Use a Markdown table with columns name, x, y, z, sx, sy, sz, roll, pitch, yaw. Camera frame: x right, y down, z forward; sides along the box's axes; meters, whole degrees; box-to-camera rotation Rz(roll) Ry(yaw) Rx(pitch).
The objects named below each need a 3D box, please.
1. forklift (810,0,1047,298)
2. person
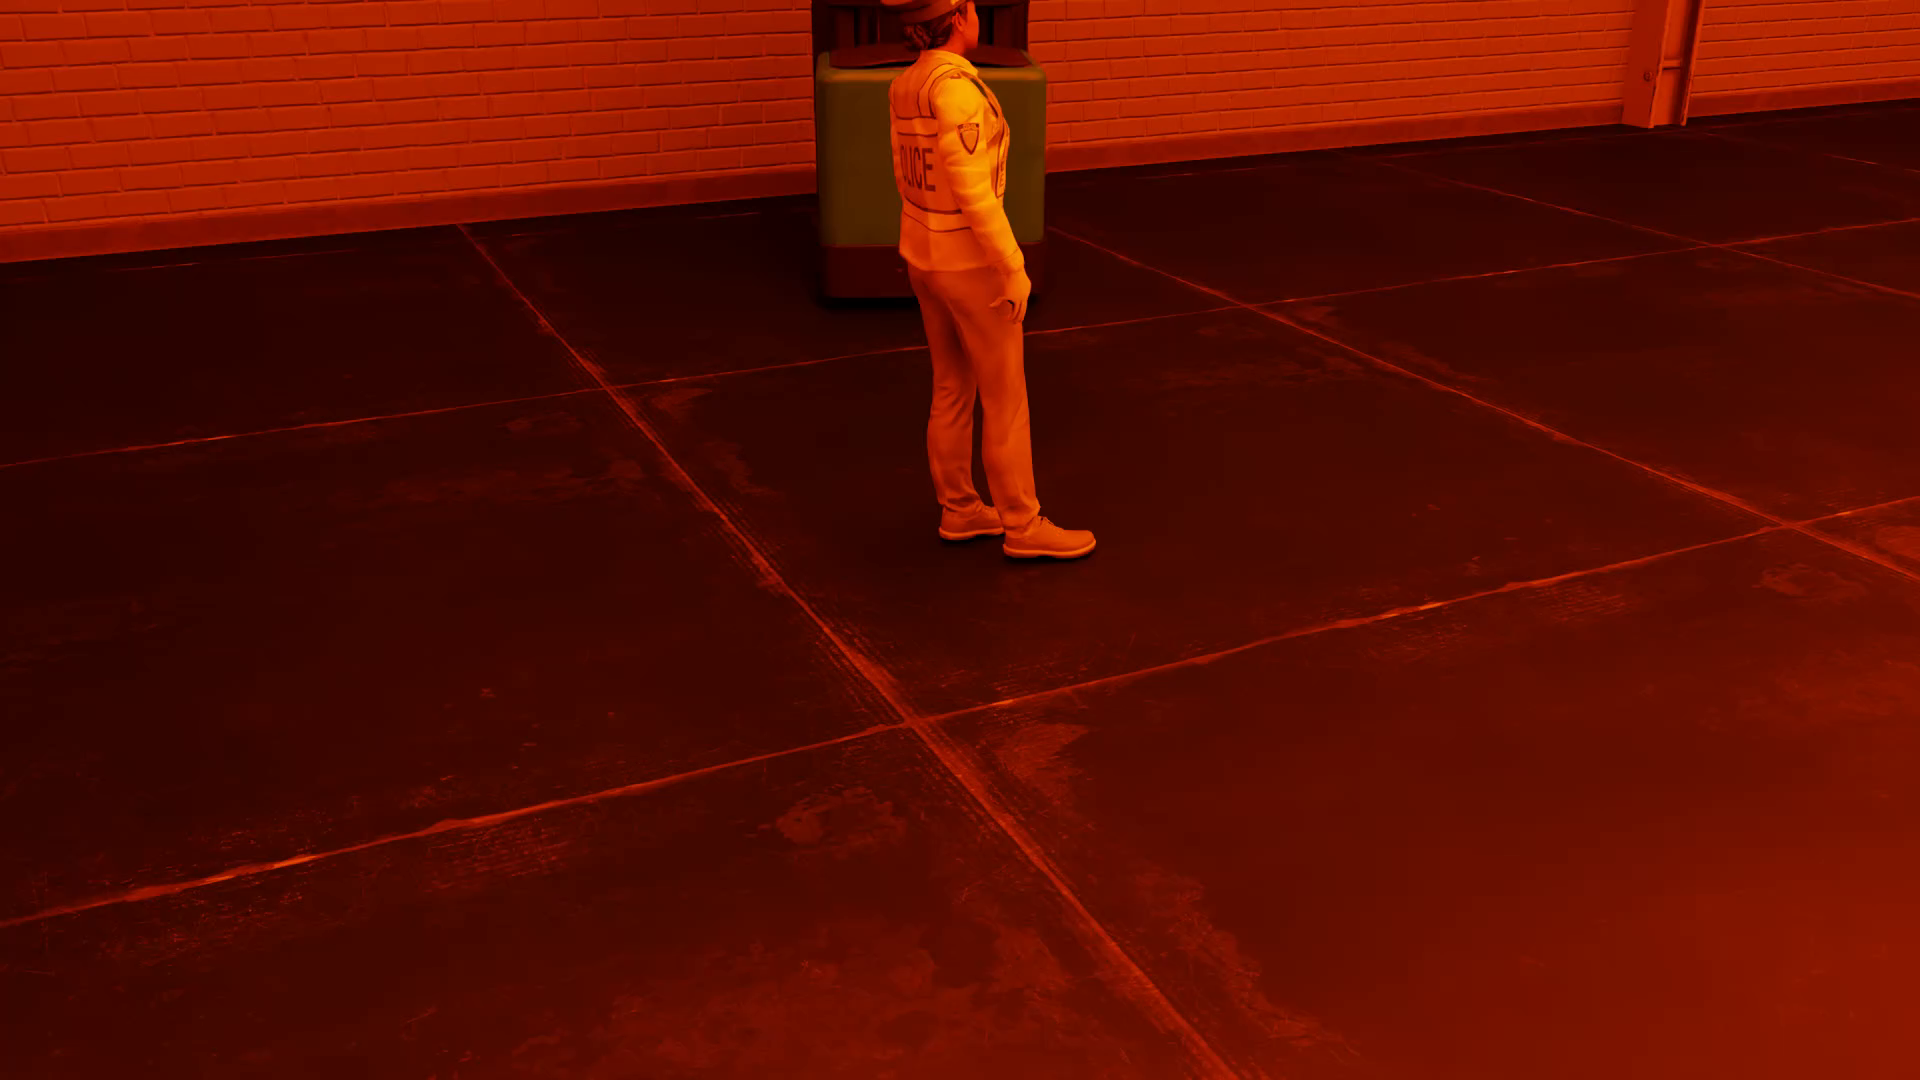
| name | x | y | z | sx | sy | sz | roll | pitch | yaw |
| --- | --- | --- | --- | --- | --- | --- | --- | --- | --- |
| forklift | -0.218 | -2.976 | 8.451 | 1.130 | 2.935 | 3.031 | -1 | 23 | -3 |
| person | 0.065 | -0.798 | 4.800 | 0.531 | 1.695 | 0.587 | -10 | 25 | -23 |
